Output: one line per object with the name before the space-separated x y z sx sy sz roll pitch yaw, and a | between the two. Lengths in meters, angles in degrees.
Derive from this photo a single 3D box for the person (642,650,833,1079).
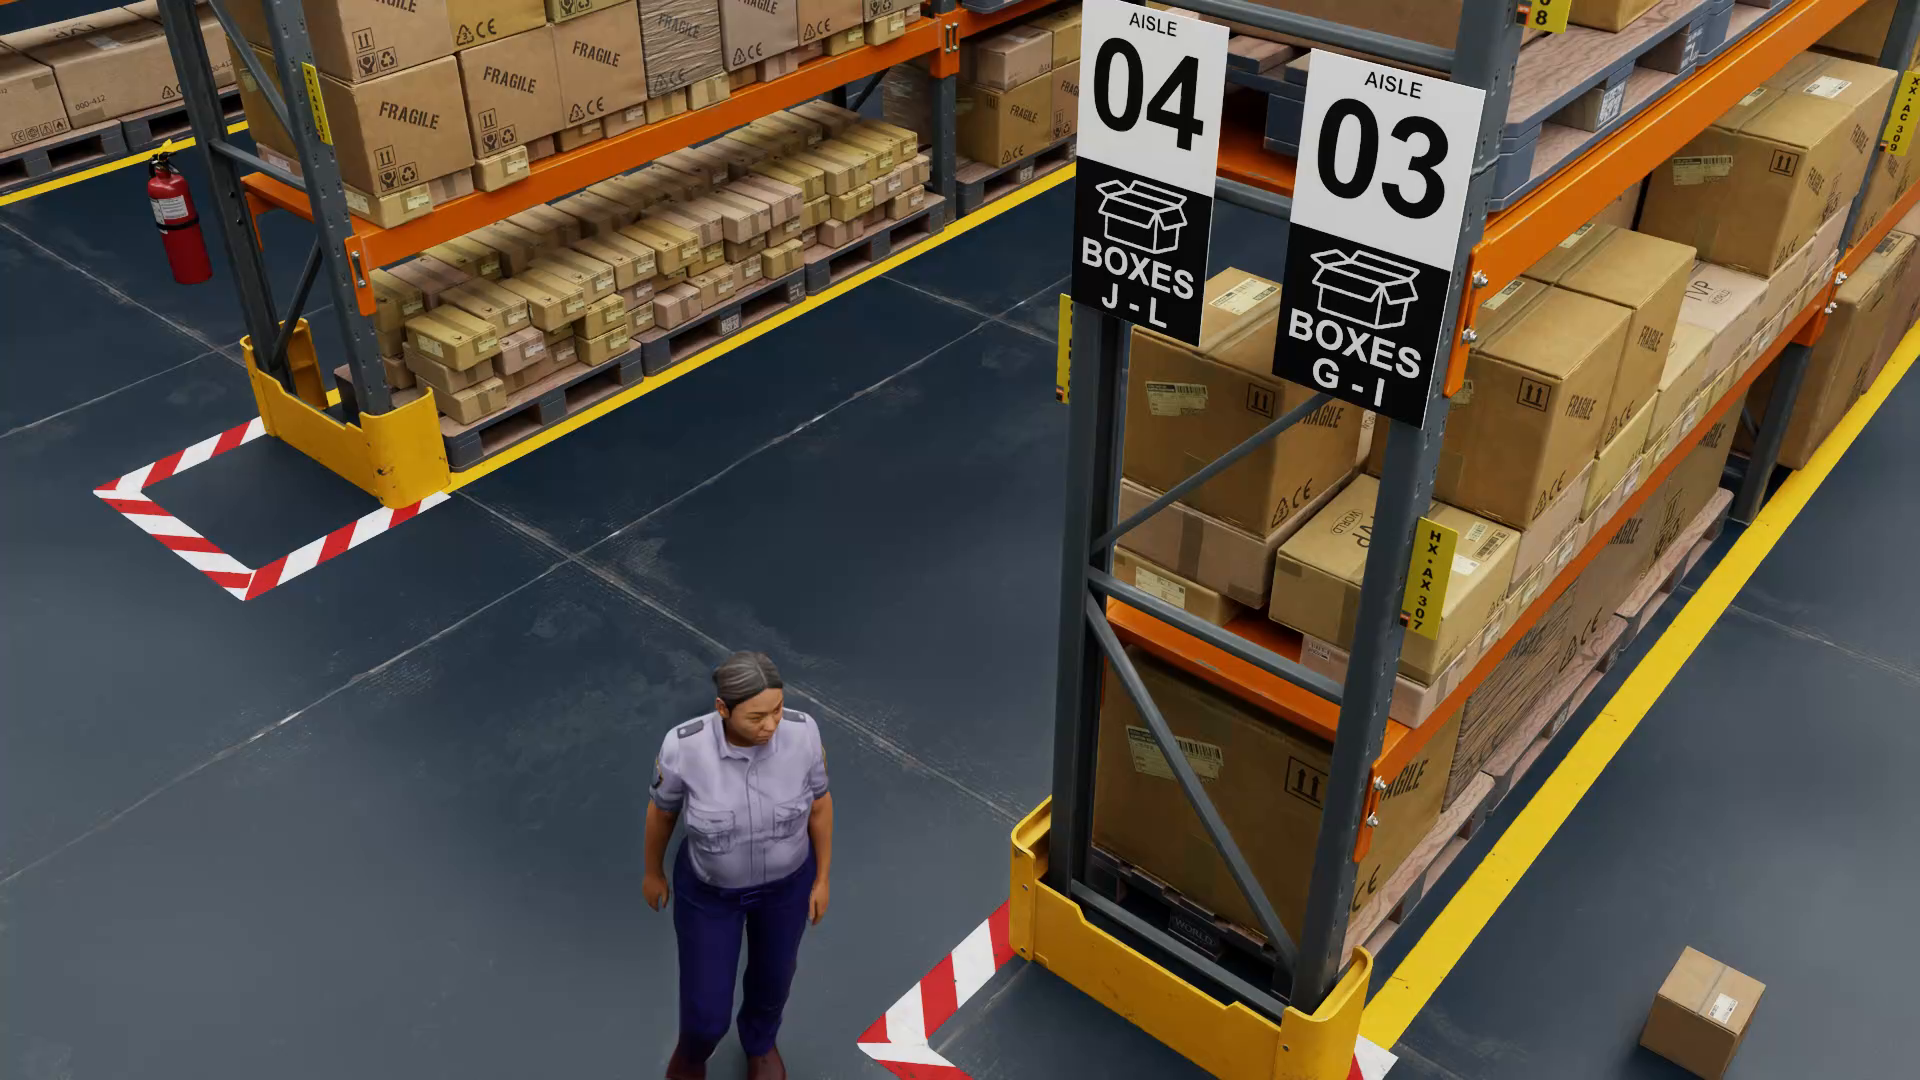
person | -0.620 1.014 4.709 0.582 1.650 0.447 -10 36 -14
